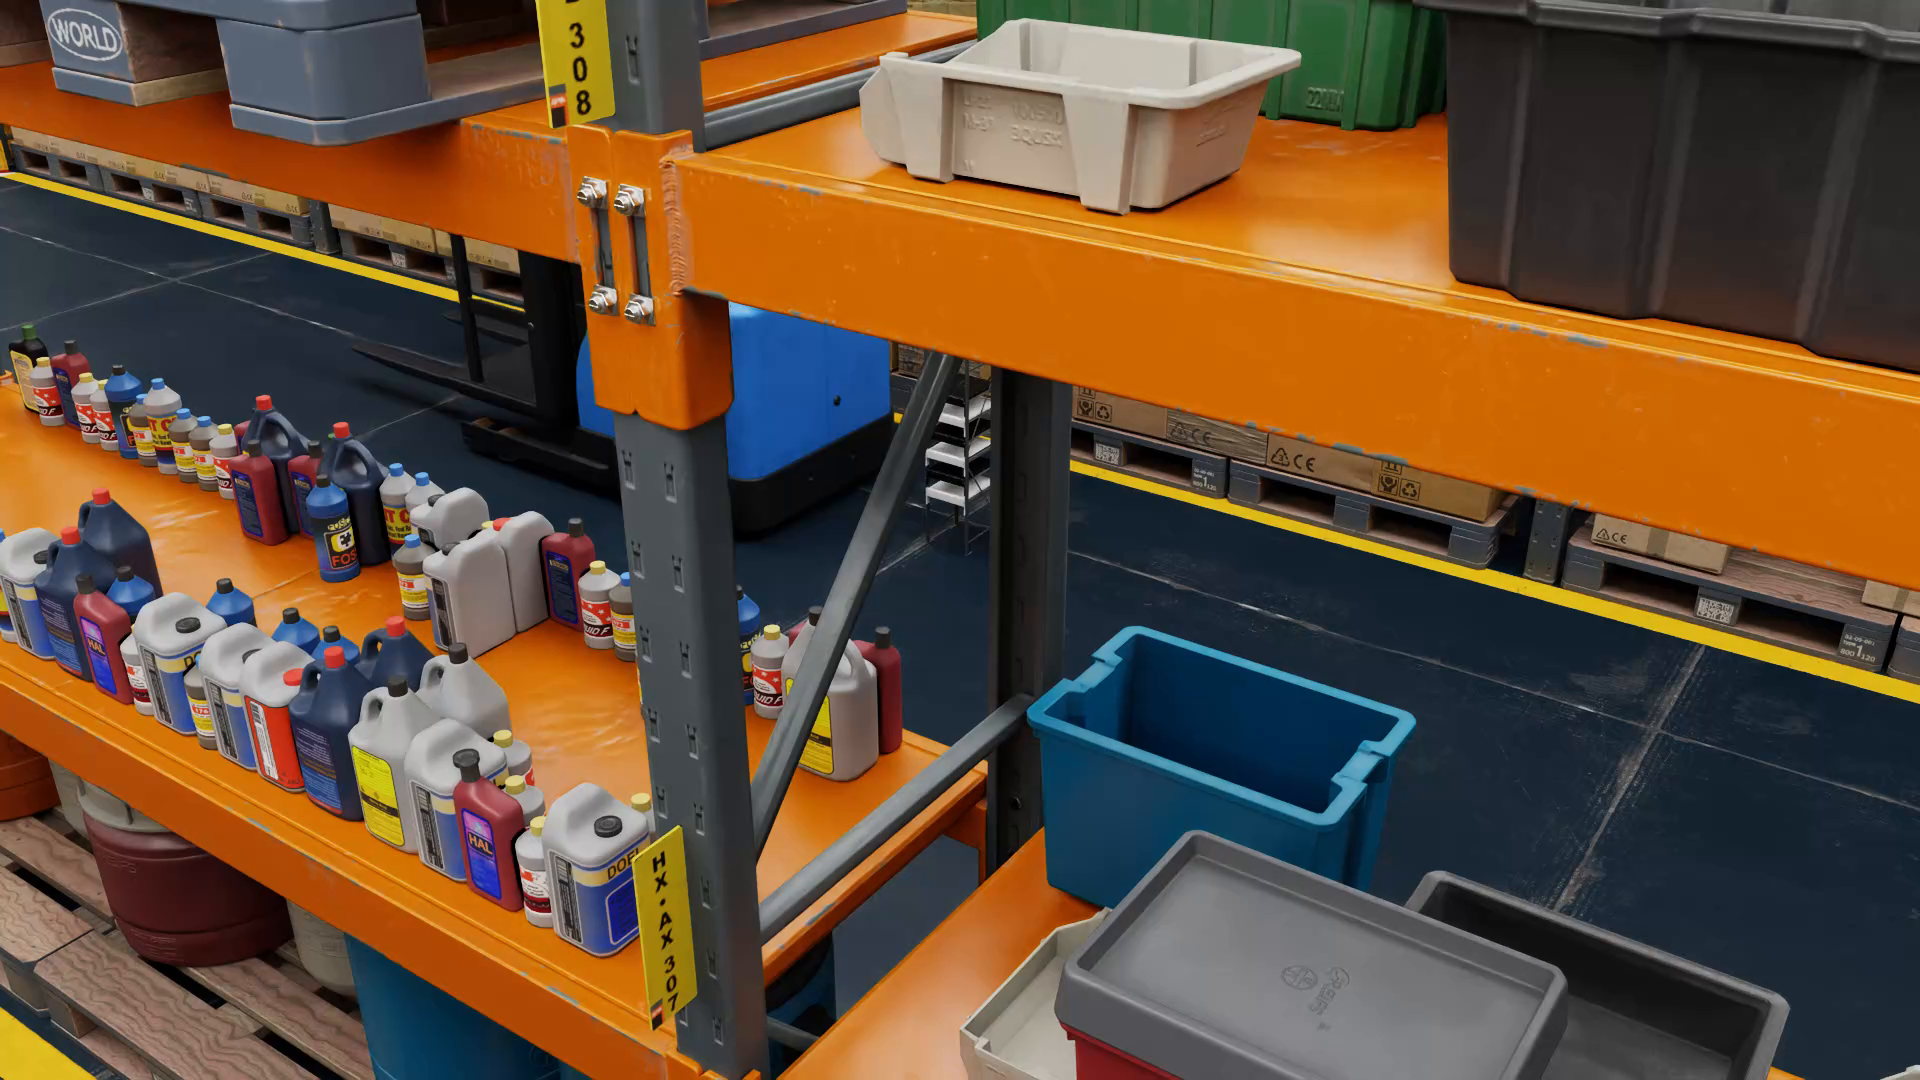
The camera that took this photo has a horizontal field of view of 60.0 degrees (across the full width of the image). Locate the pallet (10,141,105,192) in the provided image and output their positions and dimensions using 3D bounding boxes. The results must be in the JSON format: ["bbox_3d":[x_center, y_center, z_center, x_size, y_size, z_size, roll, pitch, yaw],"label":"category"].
[{"bbox_3d":[-6.557,-3.007,12.926,1.213,0.211,1.003,17,32,30],"label":"pallet"}]

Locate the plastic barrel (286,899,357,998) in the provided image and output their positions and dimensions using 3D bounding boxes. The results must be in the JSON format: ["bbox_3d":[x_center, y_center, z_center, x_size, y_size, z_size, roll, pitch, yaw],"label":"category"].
[{"bbox_3d":[-1.565,0.917,4.420,0.421,0.512,0.421,0,27,0],"label":"plastic barrel"}]

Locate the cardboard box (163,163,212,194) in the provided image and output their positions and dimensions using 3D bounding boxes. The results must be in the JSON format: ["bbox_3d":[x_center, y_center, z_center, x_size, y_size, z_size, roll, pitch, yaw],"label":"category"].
[{"bbox_3d":[-5.247,-2.657,11.733,0.500,0.250,0.500,17,32,30],"label":"cardboard box"}]

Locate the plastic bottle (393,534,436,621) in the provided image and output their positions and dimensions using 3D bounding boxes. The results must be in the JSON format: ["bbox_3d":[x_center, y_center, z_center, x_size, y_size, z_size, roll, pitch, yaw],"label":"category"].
[{"bbox_3d":[-1.303,0.083,3.998,0.097,0.201,0.097,0,27,0],"label":"plastic bottle"}]

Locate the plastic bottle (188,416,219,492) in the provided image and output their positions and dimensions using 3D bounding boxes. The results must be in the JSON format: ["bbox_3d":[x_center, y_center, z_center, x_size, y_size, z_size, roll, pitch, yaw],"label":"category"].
[{"bbox_3d":[-2.093,-0.246,4.646,0.097,0.201,0.097,0,27,0],"label":"plastic bottle"}]

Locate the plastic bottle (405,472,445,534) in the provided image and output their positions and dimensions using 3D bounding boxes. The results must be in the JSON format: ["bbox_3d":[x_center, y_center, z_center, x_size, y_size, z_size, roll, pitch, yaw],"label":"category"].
[{"bbox_3d":[-1.328,-0.039,4.162,0.097,0.271,0.097,0,27,0],"label":"plastic bottle"}]

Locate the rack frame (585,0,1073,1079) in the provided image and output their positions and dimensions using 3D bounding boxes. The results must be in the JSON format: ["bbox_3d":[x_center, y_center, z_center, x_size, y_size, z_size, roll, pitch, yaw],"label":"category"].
[{"bbox_3d":[-0.129,0.503,2.954,0.053,2.616,0.949,17,32,30],"label":"rack frame"}]

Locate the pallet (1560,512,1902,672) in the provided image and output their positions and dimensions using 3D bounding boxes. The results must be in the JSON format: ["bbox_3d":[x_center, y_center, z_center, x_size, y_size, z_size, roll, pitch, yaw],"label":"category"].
[{"bbox_3d":[3.246,0.071,6.879,1.213,0.211,1.003,17,32,30],"label":"pallet"}]

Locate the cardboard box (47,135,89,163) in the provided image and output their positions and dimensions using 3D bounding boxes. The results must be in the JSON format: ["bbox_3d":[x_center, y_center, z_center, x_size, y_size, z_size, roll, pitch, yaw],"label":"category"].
[{"bbox_3d":[-6.481,-3.044,12.493,0.500,0.250,0.500,17,32,30],"label":"cardboard box"}]

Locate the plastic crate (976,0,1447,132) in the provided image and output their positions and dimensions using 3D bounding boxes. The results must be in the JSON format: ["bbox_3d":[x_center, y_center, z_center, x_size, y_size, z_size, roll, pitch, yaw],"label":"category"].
[{"bbox_3d":[0.393,-0.745,2.332,0.662,0.188,0.450,17,32,30],"label":"plastic crate"}]

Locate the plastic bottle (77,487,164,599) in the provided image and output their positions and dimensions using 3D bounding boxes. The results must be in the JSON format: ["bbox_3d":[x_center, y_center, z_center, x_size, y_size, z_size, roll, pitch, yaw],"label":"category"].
[{"bbox_3d":[-2.003,0.036,3.926,0.185,0.351,0.144,17,32,30],"label":"plastic bottle"}]

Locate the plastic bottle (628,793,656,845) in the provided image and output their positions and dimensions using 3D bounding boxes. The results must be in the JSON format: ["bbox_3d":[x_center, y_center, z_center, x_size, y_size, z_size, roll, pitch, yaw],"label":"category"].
[{"bbox_3d":[-0.580,0.559,3.064,0.097,0.201,0.097,0,27,0],"label":"plastic bottle"}]

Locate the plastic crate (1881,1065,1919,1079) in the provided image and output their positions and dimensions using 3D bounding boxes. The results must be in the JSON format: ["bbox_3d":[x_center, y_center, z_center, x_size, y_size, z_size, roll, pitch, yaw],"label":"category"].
[{"bbox_3d":[1.478,0.928,2.345,0.466,0.136,0.293,17,32,30],"label":"plastic crate"}]

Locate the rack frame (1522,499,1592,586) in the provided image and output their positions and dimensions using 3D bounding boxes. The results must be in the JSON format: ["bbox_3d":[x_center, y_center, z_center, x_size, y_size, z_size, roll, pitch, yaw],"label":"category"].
[{"bbox_3d":[2.680,-1.349,6.593,0.127,3.000,1.000,17,32,30],"label":"rack frame"}]

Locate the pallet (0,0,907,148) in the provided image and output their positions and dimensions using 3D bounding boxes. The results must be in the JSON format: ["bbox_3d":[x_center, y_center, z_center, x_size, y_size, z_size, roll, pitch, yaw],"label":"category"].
[{"bbox_3d":[-0.829,-0.915,2.643,1.003,0.211,1.213,17,32,30],"label":"pallet"}]

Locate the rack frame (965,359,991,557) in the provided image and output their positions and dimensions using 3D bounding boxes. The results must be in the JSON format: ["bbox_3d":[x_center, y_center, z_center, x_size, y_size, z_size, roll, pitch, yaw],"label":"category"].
[{"bbox_3d":[0.090,-0.373,6.990,0.006,0.900,0.240,17,32,30],"label":"rack frame"}]

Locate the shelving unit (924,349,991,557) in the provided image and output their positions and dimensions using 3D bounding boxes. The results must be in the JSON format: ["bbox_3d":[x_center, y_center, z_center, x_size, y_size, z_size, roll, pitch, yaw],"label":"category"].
[{"bbox_3d":[0.007,-0.399,7.042,0.210,0.900,0.258,17,32,30],"label":"shelving unit"}]

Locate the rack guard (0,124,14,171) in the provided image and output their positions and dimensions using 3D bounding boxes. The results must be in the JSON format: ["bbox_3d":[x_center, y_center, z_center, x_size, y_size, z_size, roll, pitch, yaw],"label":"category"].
[{"bbox_3d":[-7.231,-3.322,13.227,0.348,0.500,1.175,17,32,30],"label":"rack guard"}]

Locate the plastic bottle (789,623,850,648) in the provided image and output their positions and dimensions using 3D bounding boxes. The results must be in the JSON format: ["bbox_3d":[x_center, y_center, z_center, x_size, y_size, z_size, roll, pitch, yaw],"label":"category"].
[{"bbox_3d":[-0.298,0.266,3.548,0.133,0.283,0.061,17,32,30],"label":"plastic bottle"}]

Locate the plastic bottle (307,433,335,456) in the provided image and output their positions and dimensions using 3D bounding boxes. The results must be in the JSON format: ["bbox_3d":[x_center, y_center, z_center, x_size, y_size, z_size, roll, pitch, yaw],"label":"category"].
[{"bbox_3d":[-1.645,-0.153,4.373,0.133,0.283,0.061,17,32,30],"label":"plastic bottle"}]

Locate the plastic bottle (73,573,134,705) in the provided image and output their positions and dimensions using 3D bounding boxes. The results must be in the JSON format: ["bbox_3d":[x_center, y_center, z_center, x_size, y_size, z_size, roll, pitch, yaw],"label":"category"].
[{"bbox_3d":[-1.871,0.214,3.651,0.133,0.283,0.061,17,32,30],"label":"plastic bottle"}]

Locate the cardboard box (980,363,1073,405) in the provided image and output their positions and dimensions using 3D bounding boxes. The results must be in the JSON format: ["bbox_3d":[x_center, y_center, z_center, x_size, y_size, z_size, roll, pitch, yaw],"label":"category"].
[{"bbox_3d":[0.442,-0.971,8.122,0.500,0.500,0.500,17,31,30],"label":"cardboard box"}]

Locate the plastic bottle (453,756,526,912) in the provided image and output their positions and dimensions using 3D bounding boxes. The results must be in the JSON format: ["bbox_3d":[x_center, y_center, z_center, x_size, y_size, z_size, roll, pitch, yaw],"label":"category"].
[{"bbox_3d":[-0.852,0.531,3.027,0.133,0.283,0.061,17,32,30],"label":"plastic bottle"}]

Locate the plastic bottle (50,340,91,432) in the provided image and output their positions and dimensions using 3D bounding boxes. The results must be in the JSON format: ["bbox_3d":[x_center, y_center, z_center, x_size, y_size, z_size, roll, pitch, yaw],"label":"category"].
[{"bbox_3d":[-2.659,-0.469,4.994,0.133,0.283,0.061,17,32,30],"label":"plastic bottle"}]

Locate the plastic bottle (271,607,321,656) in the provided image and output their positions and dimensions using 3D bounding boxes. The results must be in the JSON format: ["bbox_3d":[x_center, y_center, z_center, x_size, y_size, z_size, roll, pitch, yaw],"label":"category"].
[{"bbox_3d":[-1.408,0.270,3.555,0.097,0.271,0.097,0,27,0],"label":"plastic bottle"}]

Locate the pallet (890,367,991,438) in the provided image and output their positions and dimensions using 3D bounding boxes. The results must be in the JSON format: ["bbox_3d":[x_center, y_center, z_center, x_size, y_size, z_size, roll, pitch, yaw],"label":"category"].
[{"bbox_3d":[-0.023,-0.927,8.840,1.213,0.211,1.003,17,32,30],"label":"pallet"}]

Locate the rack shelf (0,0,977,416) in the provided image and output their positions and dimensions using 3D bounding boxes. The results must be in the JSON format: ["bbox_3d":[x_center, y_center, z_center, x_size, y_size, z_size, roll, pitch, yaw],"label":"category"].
[{"bbox_3d":[-1.776,-1.028,3.448,4.000,0.370,1.077,17,32,30],"label":"rack shelf"}]

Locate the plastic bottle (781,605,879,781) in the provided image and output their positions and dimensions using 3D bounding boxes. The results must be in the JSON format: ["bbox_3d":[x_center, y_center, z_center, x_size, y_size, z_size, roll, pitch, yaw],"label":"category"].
[{"bbox_3d":[-0.267,0.302,3.404,0.185,0.351,0.144,17,32,30],"label":"plastic bottle"}]

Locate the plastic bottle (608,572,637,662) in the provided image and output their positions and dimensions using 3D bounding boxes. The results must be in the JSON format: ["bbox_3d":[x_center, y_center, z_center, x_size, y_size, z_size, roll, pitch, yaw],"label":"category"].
[{"bbox_3d":[-0.755,0.170,3.827,0.097,0.201,0.097,0,27,0],"label":"plastic bottle"}]

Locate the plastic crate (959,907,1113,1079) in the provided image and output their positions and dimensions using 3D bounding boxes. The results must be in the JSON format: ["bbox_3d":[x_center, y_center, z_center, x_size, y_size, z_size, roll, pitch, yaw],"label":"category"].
[{"bbox_3d":[0.175,0.766,2.663,0.243,0.136,0.396,17,32,30],"label":"plastic crate"}]

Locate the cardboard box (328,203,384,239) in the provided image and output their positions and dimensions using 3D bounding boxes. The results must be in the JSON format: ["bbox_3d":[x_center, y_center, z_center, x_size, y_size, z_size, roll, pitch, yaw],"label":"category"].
[{"bbox_3d":[-3.722,-2.169,10.773,0.500,0.250,0.500,16,31,29],"label":"cardboard box"}]

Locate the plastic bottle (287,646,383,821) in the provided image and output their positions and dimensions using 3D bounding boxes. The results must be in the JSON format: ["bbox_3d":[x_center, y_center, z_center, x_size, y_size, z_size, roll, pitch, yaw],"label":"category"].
[{"bbox_3d":[-1.223,0.363,3.284,0.185,0.351,0.144,17,32,30],"label":"plastic bottle"}]

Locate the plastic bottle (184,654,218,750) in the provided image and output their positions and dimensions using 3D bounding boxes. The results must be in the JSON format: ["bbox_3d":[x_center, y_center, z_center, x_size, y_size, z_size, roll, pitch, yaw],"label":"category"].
[{"bbox_3d":[-1.574,0.333,3.508,0.097,0.201,0.097,0,27,0],"label":"plastic bottle"}]

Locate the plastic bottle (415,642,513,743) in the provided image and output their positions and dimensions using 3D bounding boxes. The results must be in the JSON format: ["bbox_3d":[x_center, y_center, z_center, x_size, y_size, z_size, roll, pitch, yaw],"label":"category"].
[{"bbox_3d":[-0.989,0.356,3.297,0.185,0.351,0.144,17,32,30],"label":"plastic bottle"}]

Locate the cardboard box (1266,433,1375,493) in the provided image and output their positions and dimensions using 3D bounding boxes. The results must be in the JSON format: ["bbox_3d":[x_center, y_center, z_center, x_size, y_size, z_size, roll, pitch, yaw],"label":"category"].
[{"bbox_3d":[1.708,-0.581,7.354,0.500,0.500,0.500,17,32,30],"label":"cardboard box"}]

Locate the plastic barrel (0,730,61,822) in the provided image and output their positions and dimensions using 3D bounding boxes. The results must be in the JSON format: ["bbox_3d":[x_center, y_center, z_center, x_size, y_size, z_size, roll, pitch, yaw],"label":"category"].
[{"bbox_3d":[-3.012,0.374,5.137,0.708,0.830,0.600,17,32,30],"label":"plastic barrel"}]

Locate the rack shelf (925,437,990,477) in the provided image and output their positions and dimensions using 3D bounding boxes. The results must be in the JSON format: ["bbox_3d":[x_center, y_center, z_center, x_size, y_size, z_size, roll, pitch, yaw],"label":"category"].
[{"bbox_3d":[0.007,-0.369,7.057,0.200,0.077,0.258,17,32,30],"label":"rack shelf"}]

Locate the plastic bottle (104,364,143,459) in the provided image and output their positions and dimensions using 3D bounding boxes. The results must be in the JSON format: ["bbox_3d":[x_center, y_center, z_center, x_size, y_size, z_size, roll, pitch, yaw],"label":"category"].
[{"bbox_3d":[-2.414,-0.378,4.827,0.097,0.271,0.097,0,27,0],"label":"plastic bottle"}]

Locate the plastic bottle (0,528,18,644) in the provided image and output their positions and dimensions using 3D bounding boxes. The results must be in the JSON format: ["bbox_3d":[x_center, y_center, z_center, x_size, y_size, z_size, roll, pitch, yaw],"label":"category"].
[{"bbox_3d":[-2.219,0.101,3.887,0.097,0.271,0.097,0,27,0],"label":"plastic bottle"}]

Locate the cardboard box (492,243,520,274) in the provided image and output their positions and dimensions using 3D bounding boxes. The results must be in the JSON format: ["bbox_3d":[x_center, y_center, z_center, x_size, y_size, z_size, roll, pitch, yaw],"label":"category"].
[{"bbox_3d":[-2.454,-1.774,9.997,0.500,0.250,0.500,18,32,31],"label":"cardboard box"}]

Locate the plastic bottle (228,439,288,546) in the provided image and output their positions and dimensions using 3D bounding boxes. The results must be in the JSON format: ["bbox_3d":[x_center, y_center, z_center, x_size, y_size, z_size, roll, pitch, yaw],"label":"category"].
[{"bbox_3d":[-1.837,-0.134,4.334,0.133,0.283,0.061,17,32,30],"label":"plastic bottle"}]

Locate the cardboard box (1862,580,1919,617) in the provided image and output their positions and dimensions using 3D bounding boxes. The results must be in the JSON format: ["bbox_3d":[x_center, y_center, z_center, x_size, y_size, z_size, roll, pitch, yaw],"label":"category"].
[{"bbox_3d":[3.622,0.125,6.336,0.250,0.166,0.380,17,32,30],"label":"cardboard box"}]

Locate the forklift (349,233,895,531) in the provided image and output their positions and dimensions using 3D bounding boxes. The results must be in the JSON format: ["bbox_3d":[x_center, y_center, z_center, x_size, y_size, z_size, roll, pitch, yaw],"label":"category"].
[{"bbox_3d":[-1.801,-1.854,7.662,3.031,2.935,1.130,18,32,31],"label":"forklift"}]

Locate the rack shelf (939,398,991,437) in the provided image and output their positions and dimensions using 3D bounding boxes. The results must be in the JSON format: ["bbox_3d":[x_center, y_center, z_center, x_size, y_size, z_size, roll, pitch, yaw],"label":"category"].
[{"bbox_3d":[0.007,-0.530,6.975,0.200,0.077,0.258,17,32,30],"label":"rack shelf"}]
